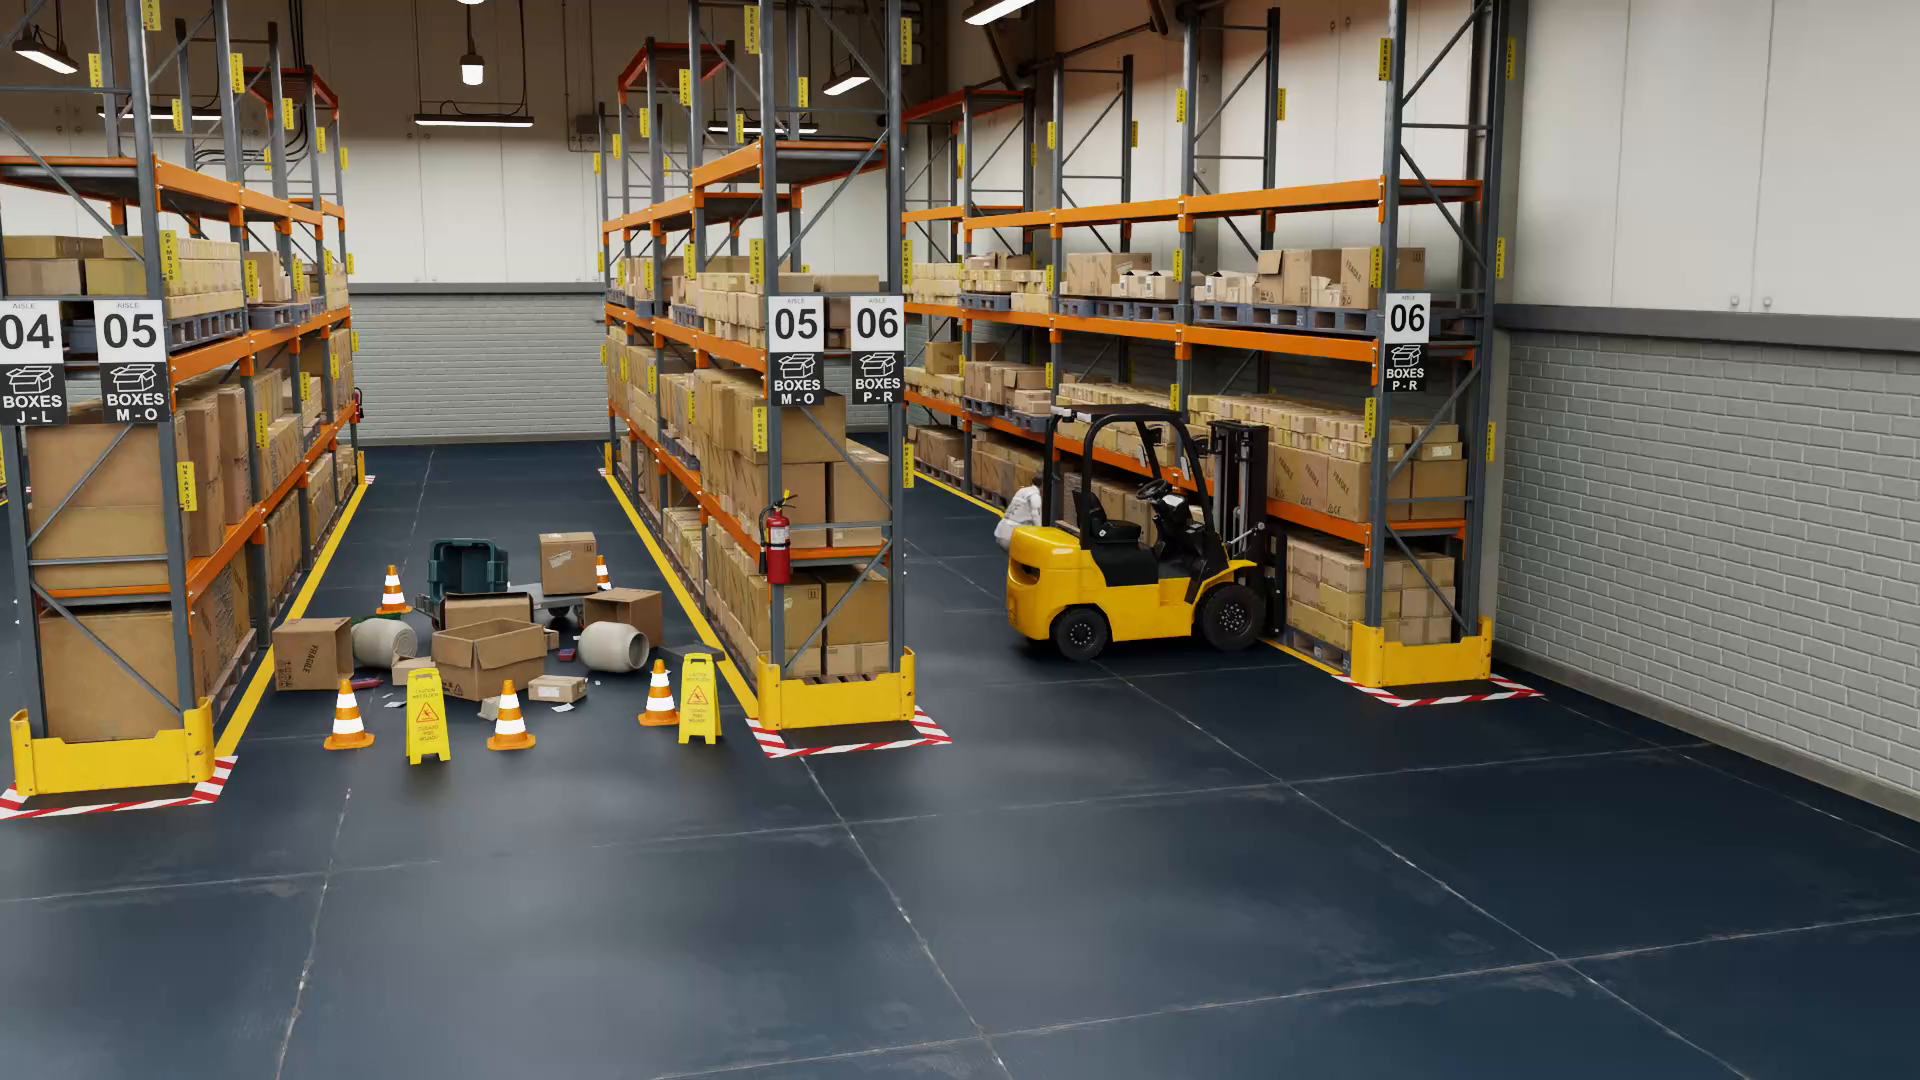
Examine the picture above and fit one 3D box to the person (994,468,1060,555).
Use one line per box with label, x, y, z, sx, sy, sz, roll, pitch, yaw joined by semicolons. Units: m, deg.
person;0.670;0.006;16.591;0.673;1.430;0.534;-3;10;-16
